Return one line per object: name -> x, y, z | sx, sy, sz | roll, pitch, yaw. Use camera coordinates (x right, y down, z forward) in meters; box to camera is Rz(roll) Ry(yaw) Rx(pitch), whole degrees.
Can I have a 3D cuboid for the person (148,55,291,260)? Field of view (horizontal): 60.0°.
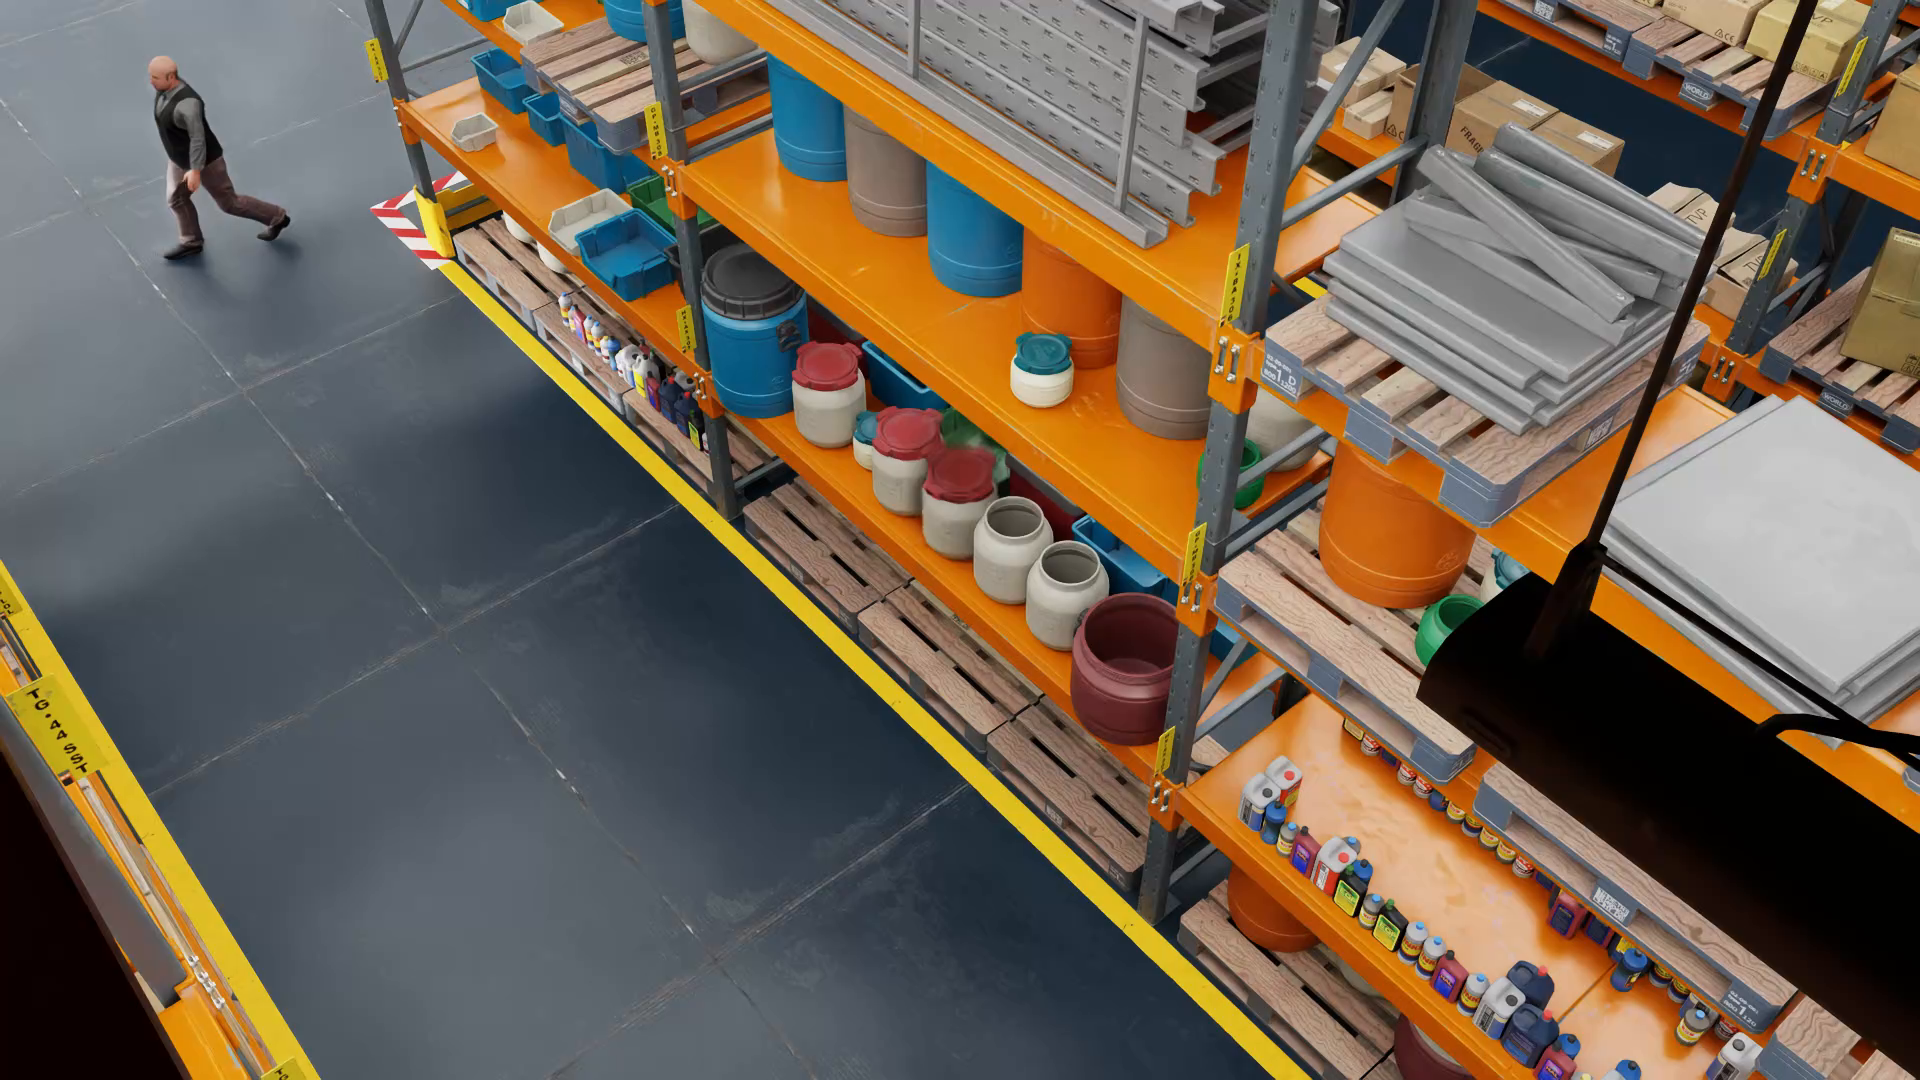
person -> -5.716, -2.943, 12.605 | 0.536, 1.658, 0.761 | 34, 55, 28
